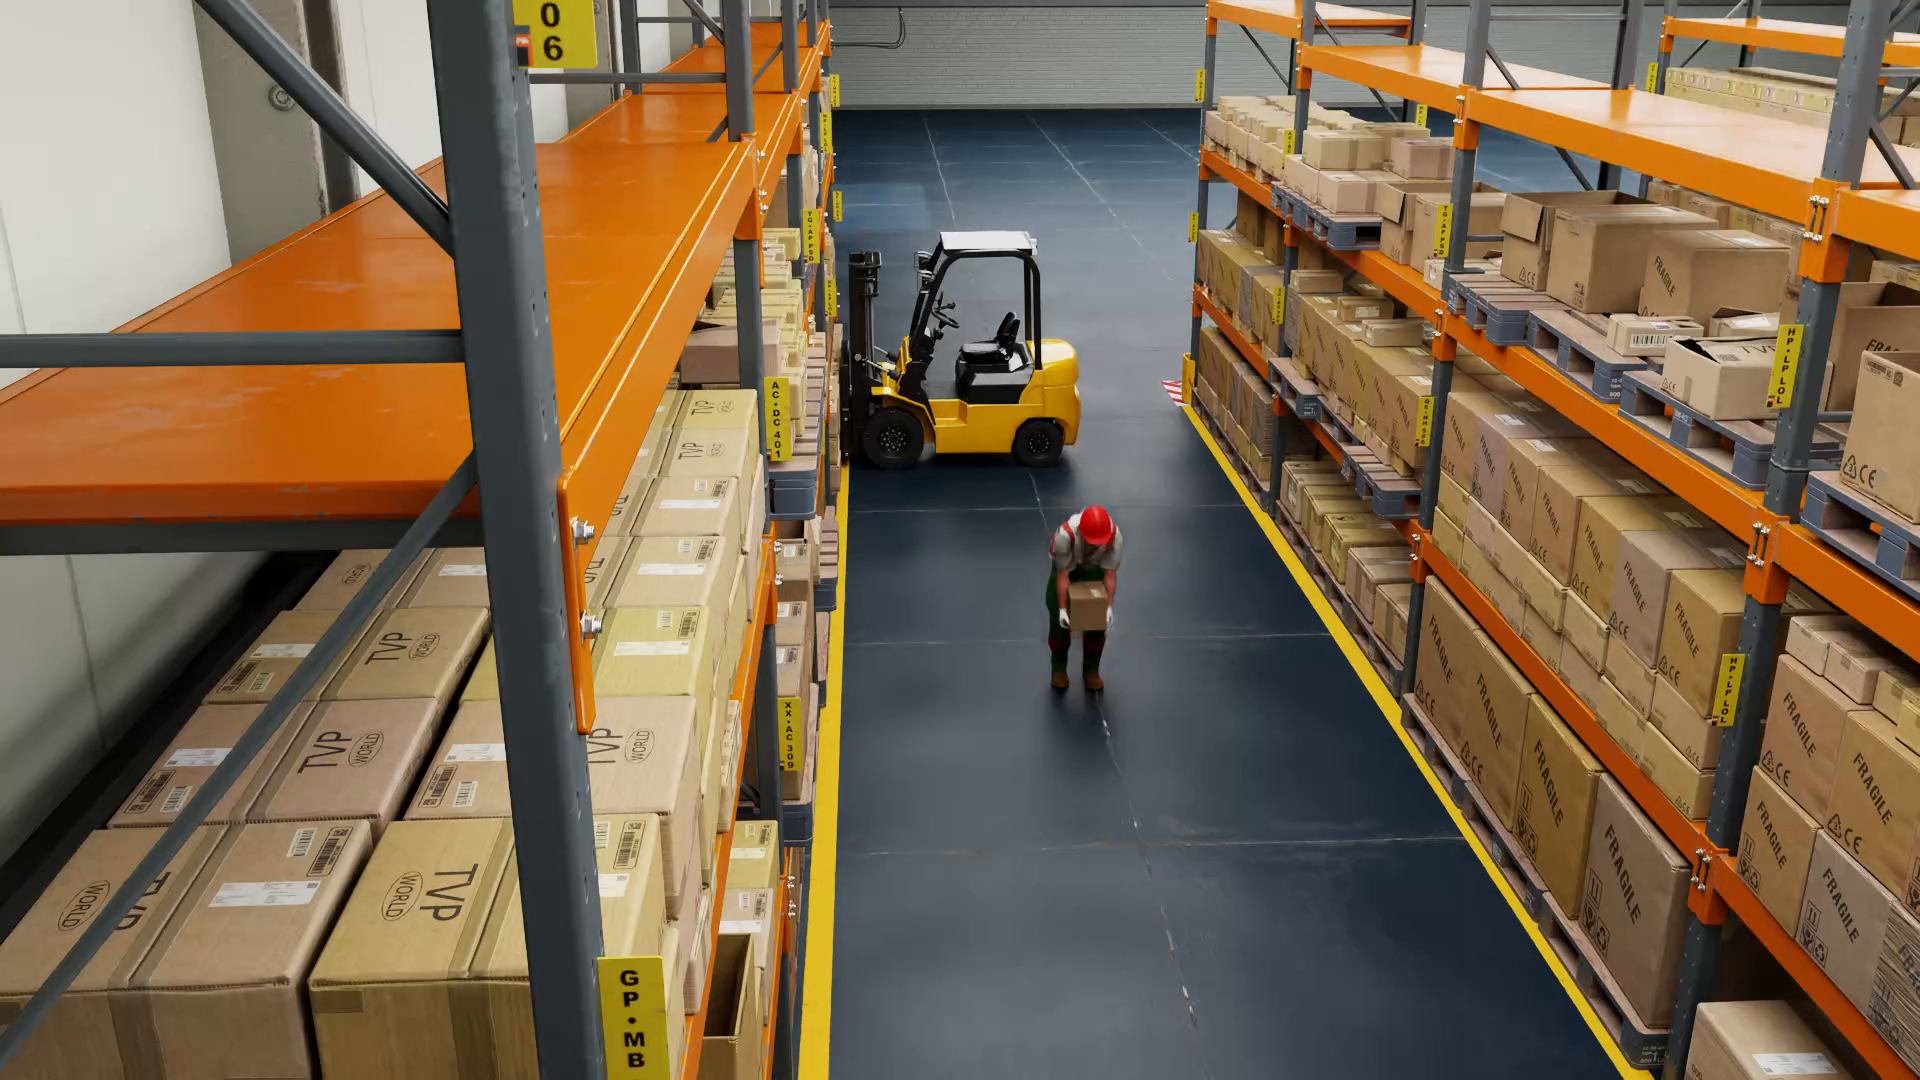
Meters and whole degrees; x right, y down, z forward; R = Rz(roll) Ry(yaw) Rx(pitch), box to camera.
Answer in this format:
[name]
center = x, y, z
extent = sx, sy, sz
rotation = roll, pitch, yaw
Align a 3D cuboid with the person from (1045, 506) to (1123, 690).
[person]
center = 0.848, 0.369, 11.352
extent = 0.484, 1.472, 0.858
rotation = -2, 20, -4
